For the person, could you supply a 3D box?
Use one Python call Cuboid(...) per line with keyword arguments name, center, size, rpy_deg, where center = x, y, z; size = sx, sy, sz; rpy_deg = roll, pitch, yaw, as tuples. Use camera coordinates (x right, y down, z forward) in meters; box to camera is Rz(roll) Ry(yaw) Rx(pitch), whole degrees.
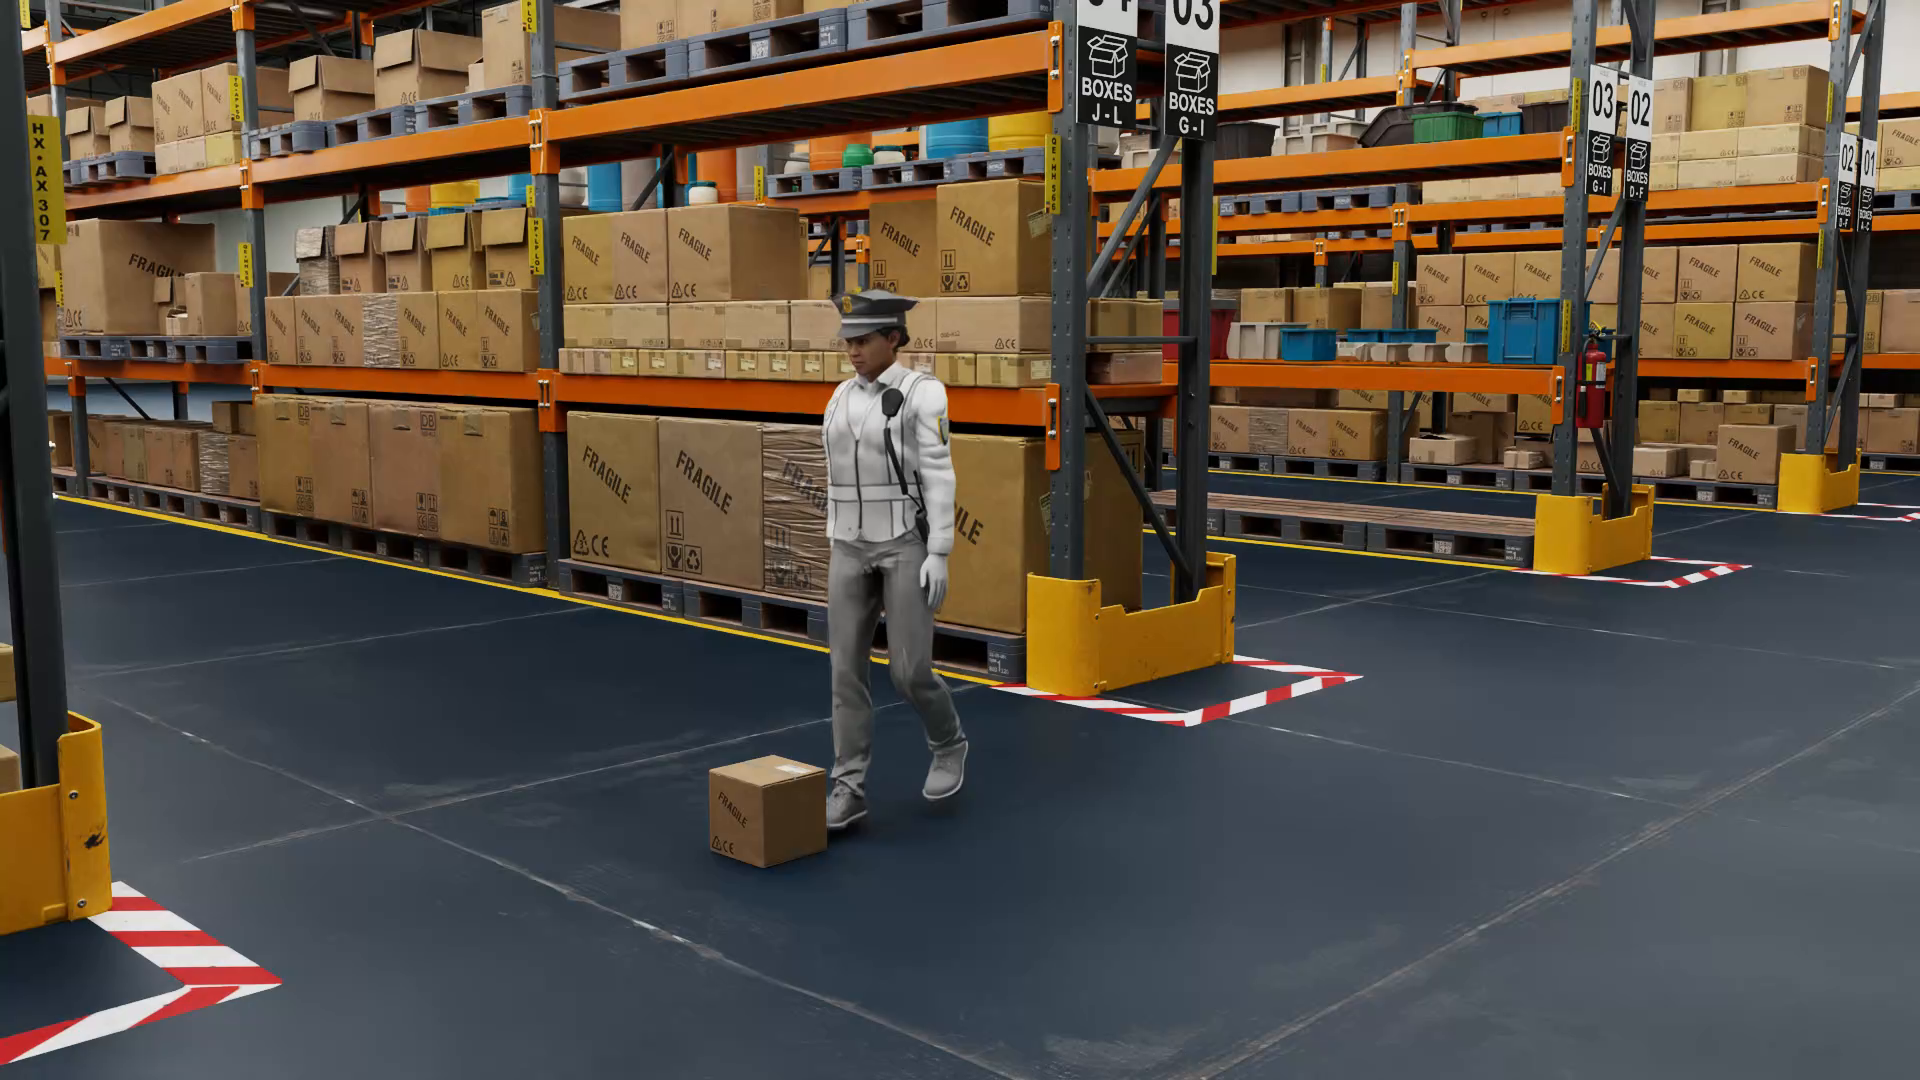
Cuboid(name="person", center=(-0.259, 0.051, 5.187), size=(0.504, 1.651, 0.648), rpy_deg=(4, 8, 31))
